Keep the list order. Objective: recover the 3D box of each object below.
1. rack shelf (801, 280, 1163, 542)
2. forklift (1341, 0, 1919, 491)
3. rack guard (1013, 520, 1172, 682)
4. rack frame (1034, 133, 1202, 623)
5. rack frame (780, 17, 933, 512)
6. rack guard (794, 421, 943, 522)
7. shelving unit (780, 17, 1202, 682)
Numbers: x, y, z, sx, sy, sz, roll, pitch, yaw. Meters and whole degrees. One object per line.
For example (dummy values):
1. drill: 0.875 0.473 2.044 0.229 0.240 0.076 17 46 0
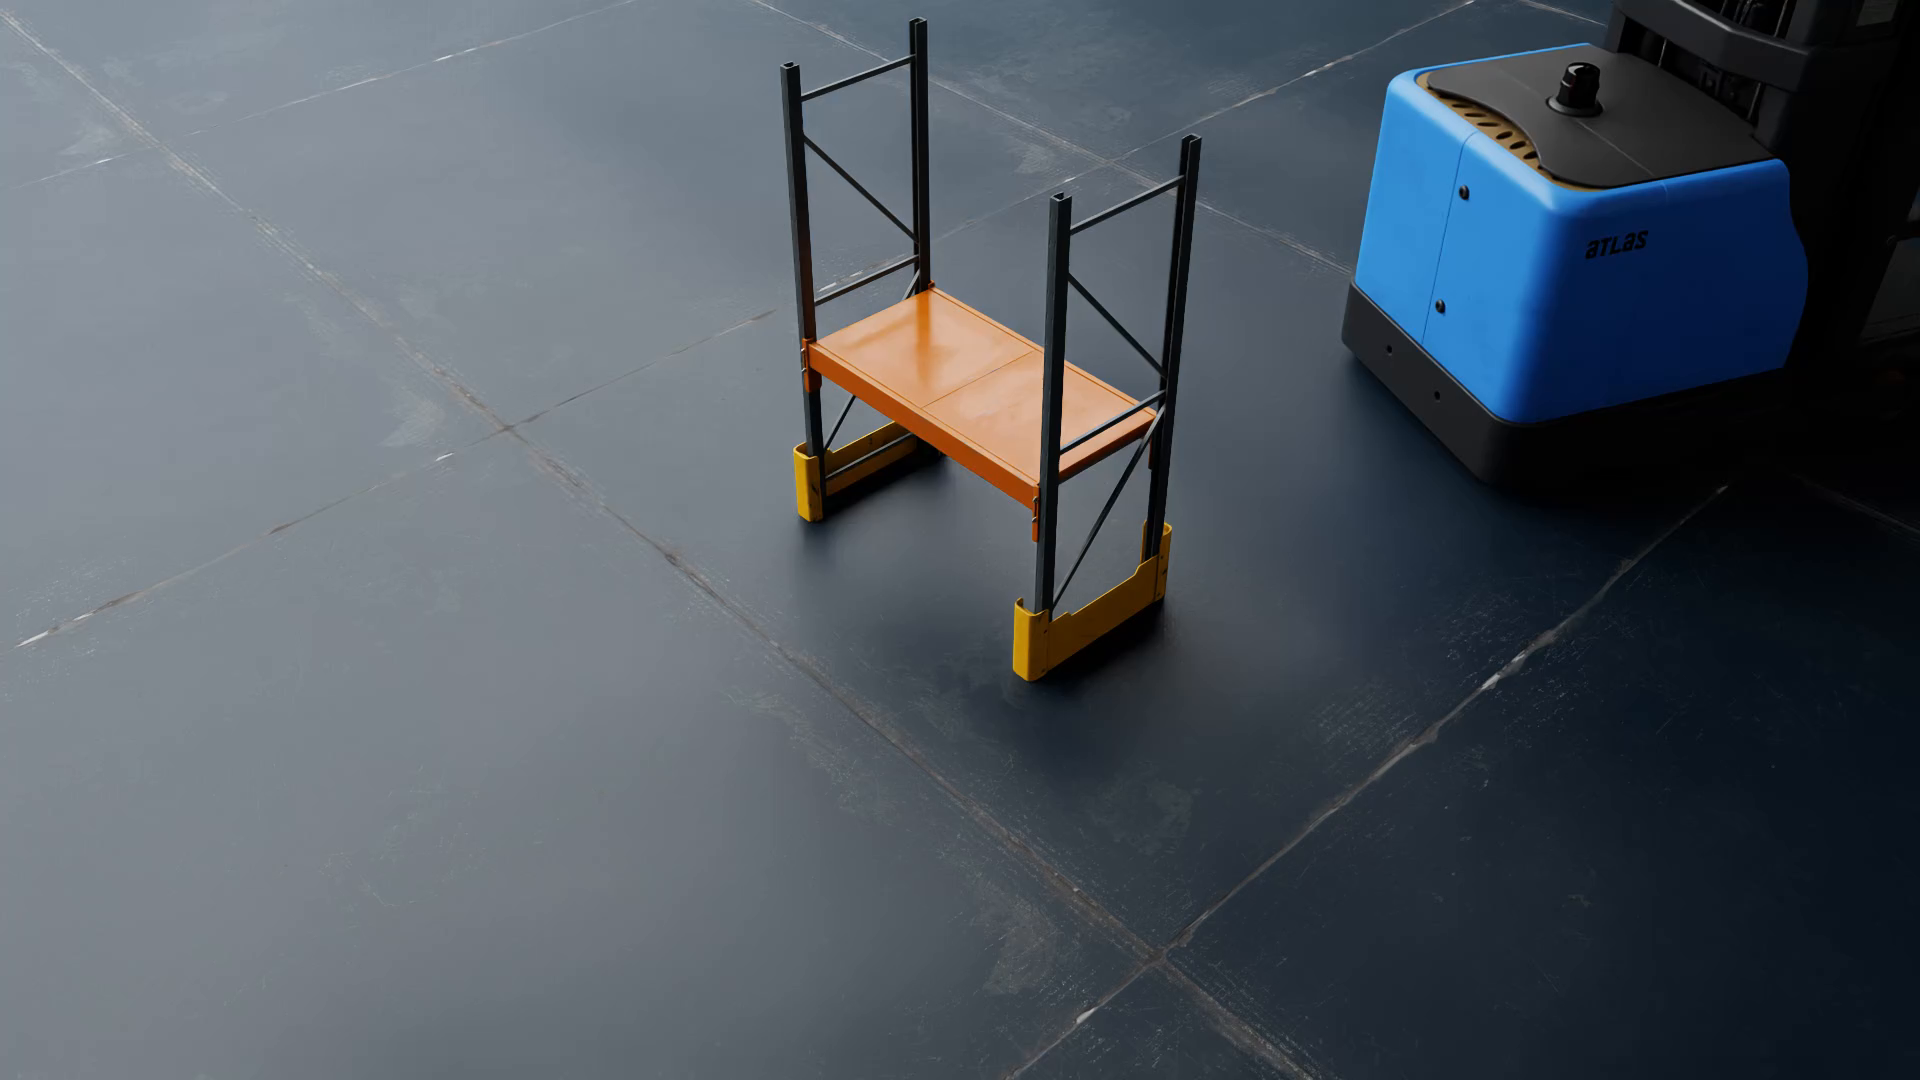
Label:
1. rack shelf: 0.058 -0.404 4.843 0.538 0.185 1.000 -30 48 -32
2. forklift: 2.957 -1.862 5.223 3.031 2.935 1.130 -13 41 -15
3. rack guard: 0.388 0.169 4.842 0.587 0.250 0.087 -30 48 -32
4. rack frame: 0.402 -0.309 4.439 0.500 1.500 0.032 -30 48 -32
5. rack frame: -0.286 -0.779 5.021 0.500 1.500 0.032 -30 48 -32
6. rack guard: -0.285 -0.292 5.413 0.587 0.250 0.087 -30 48 -32
7. shelving unit: 0.052 -0.548 4.735 0.587 1.500 1.083 -30 48 -32
